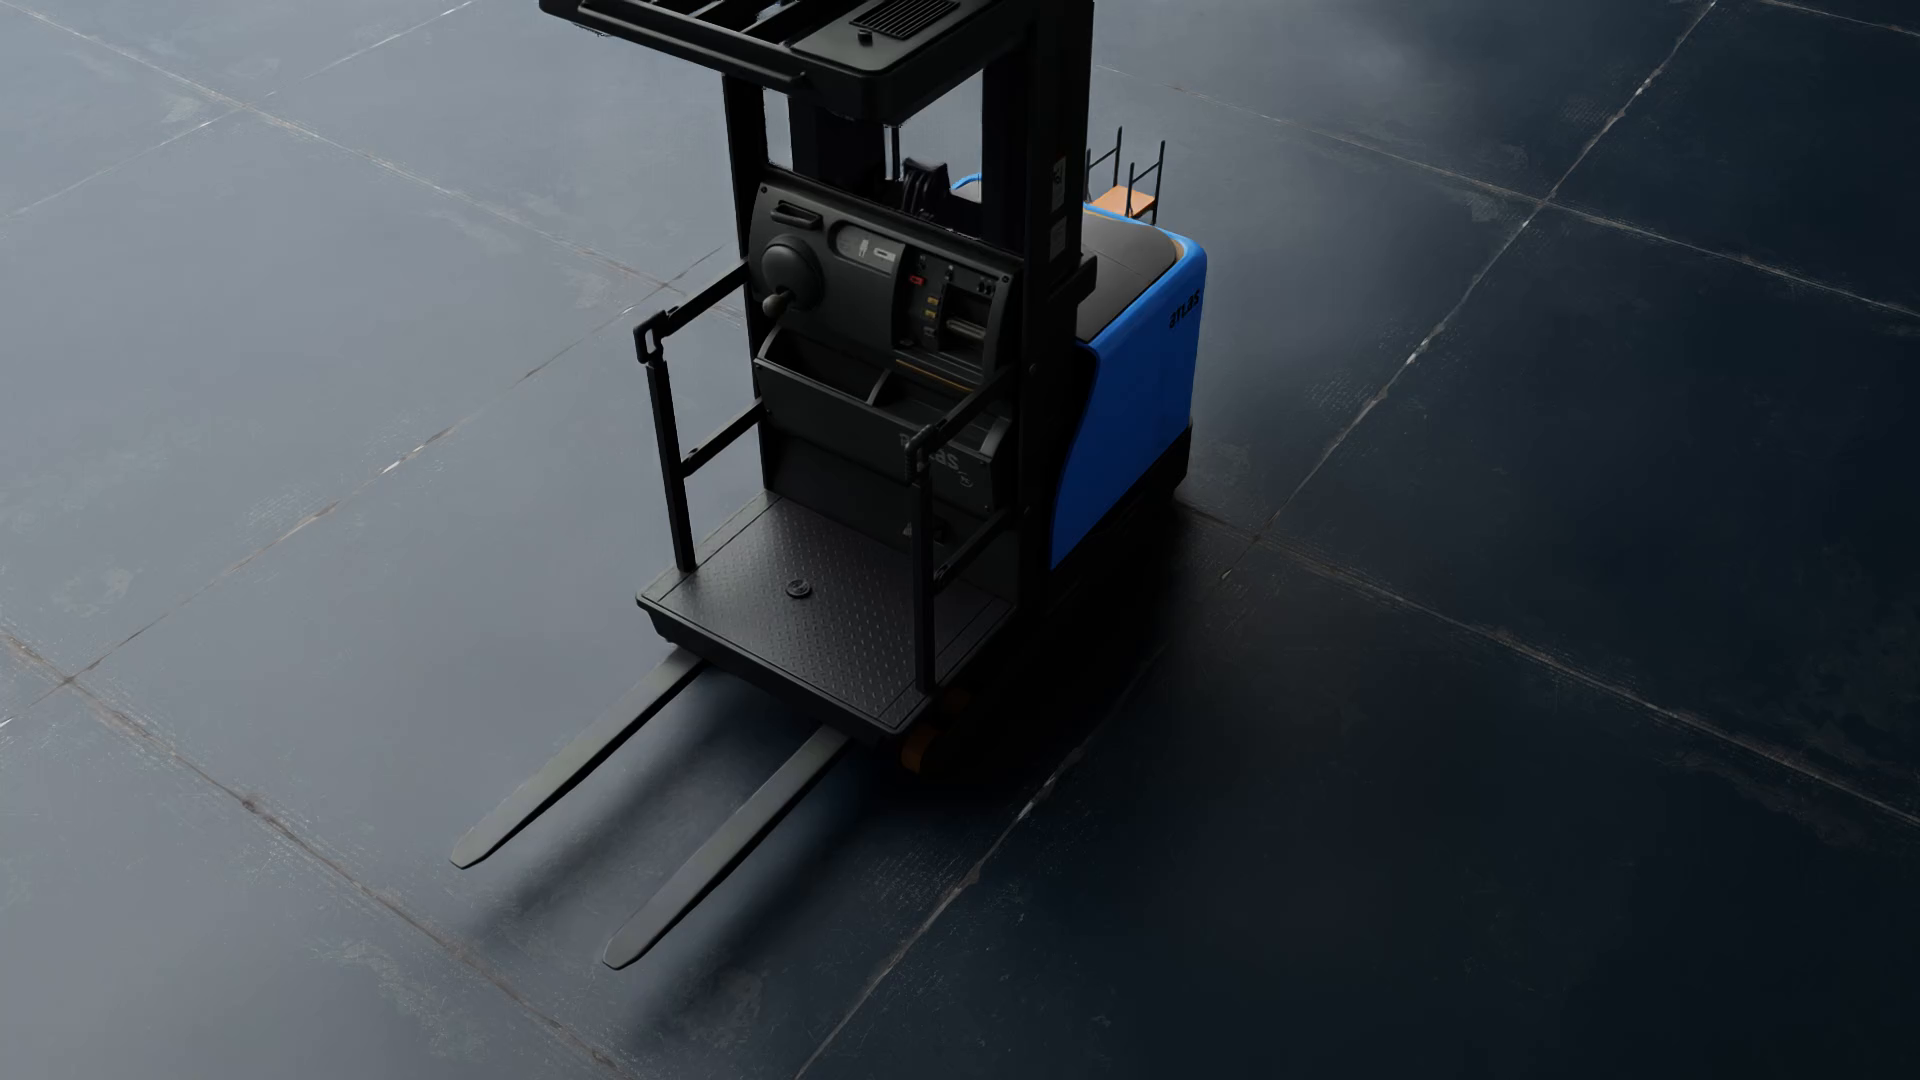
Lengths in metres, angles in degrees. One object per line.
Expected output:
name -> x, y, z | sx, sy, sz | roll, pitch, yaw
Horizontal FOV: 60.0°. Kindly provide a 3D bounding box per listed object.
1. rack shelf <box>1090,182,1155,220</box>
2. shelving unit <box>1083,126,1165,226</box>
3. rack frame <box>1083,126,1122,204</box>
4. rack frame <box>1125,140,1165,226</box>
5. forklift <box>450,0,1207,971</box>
rack shelf -> 0.598, -1.222, 6.235 | 0.180, 0.103, 0.258 | 26, 45, 26
shelving unit -> 0.590, -0.980, 6.438 | 0.189, 1.200, 0.258 | 26, 45, 26
rack frame -> 0.516, -1.016, 6.477 | 0.006, 1.200, 0.240 | 26, 45, 26
rack frame -> 0.665, -0.945, 6.398 | 0.006, 1.200, 0.240 | 26, 45, 26
forklift -> -0.367, -0.696, 4.830 | 1.130, 2.935, 3.031 | 25, 47, 25
